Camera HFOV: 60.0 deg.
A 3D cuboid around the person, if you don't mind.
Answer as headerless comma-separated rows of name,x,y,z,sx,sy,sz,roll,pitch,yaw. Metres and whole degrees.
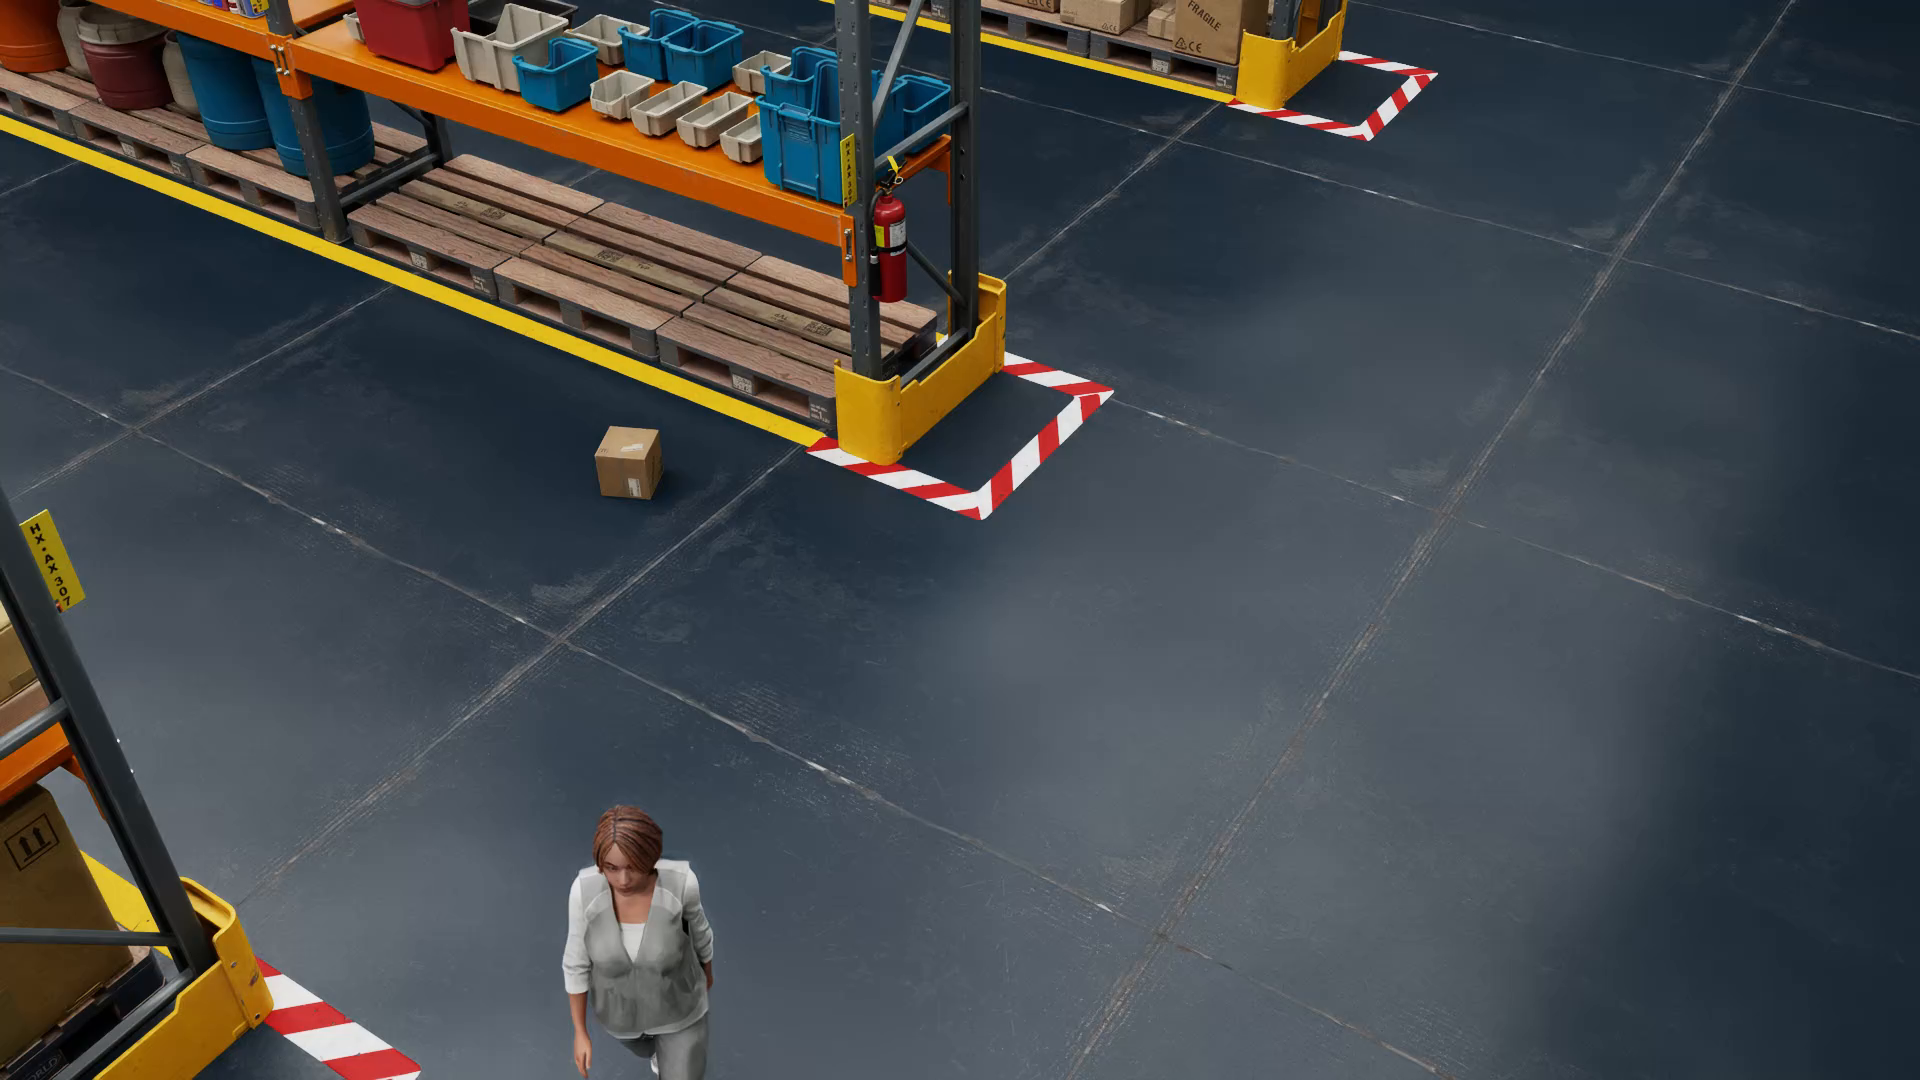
person,-0.943,1.380,4.972,0.416,1.541,0.936,0,39,0
